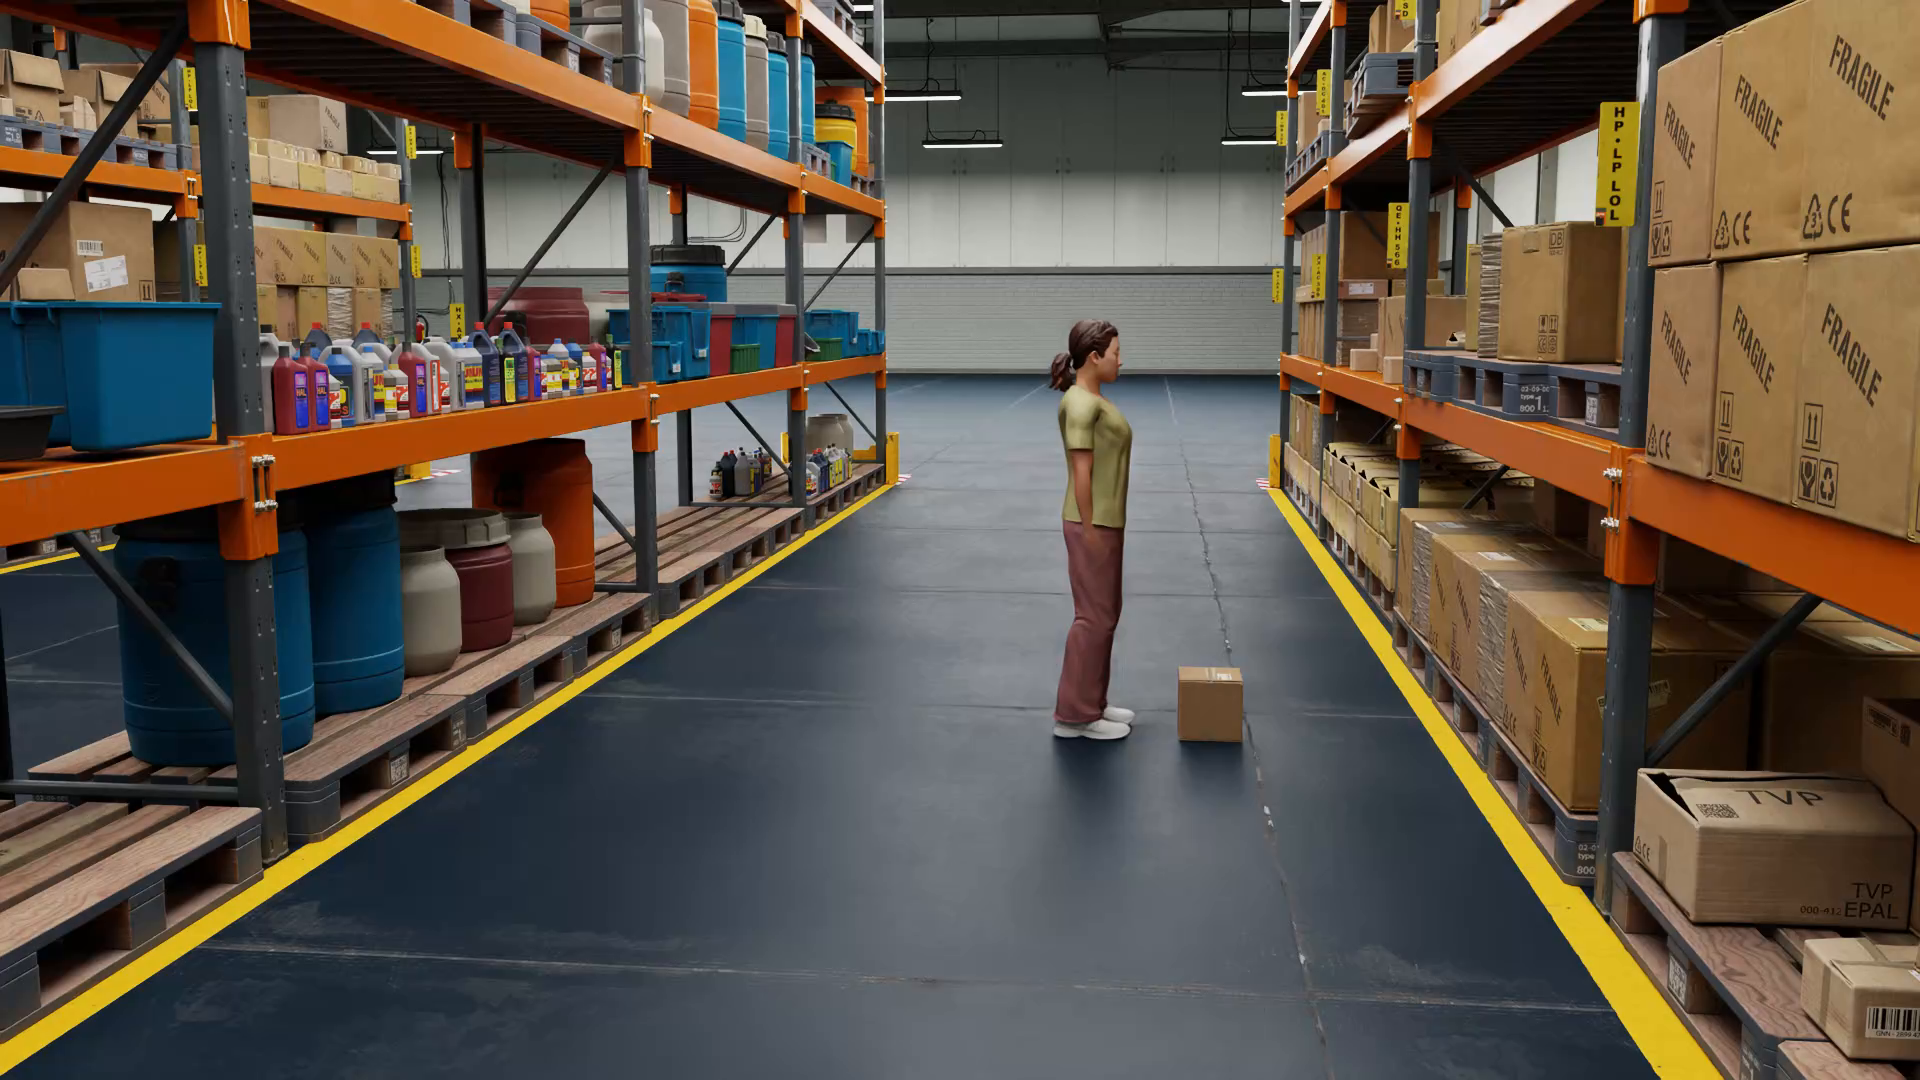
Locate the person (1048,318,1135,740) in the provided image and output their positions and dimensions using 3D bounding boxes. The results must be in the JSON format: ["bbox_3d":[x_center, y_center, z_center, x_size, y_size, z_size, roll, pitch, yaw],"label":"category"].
[{"bbox_3d":[0.530,-0.050,6.695,0.364,1.671,0.442,1,8,8],"label":"person"}]
